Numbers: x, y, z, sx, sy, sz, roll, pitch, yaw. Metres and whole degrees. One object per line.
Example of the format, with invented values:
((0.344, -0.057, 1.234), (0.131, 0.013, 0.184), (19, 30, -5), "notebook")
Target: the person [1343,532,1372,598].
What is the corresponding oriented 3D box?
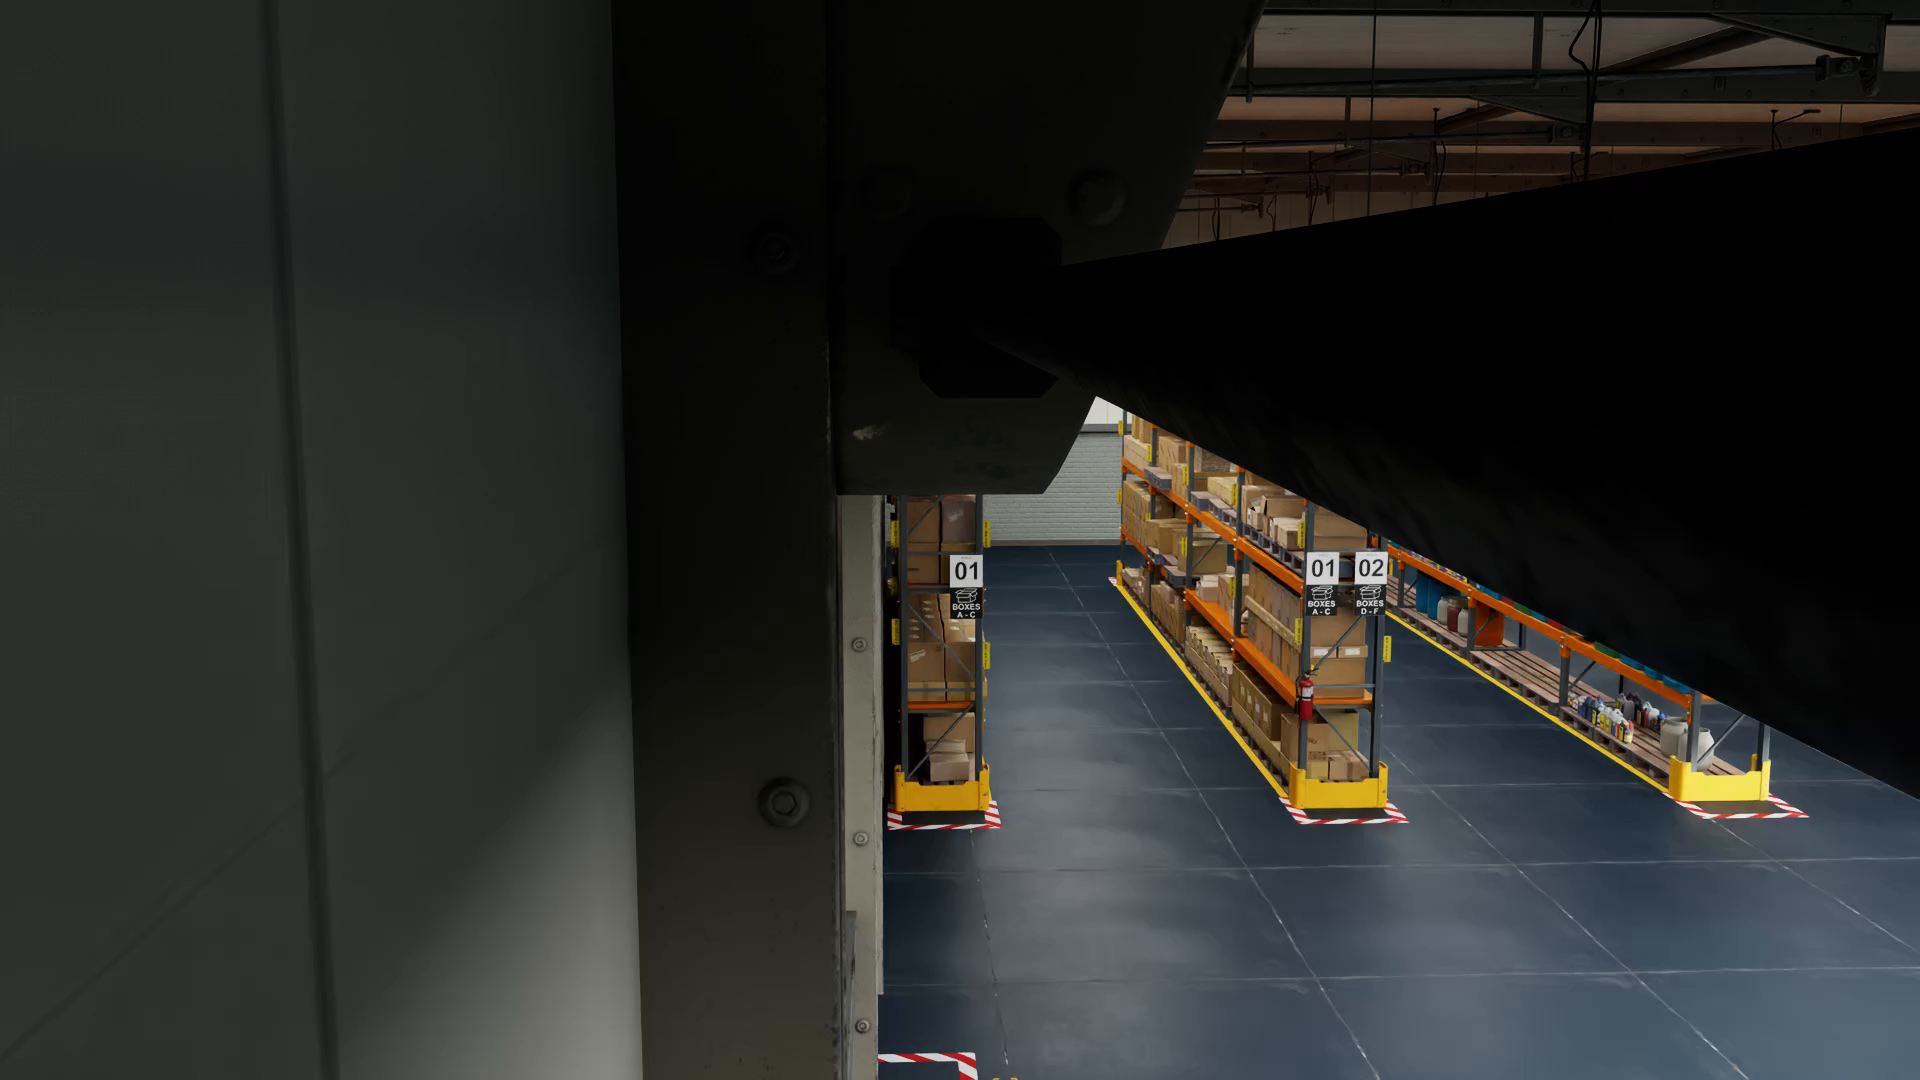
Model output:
((8.206, 0.414, 34.315), (0.661, 1.747, 0.959), (-7, 11, -39), "person")
